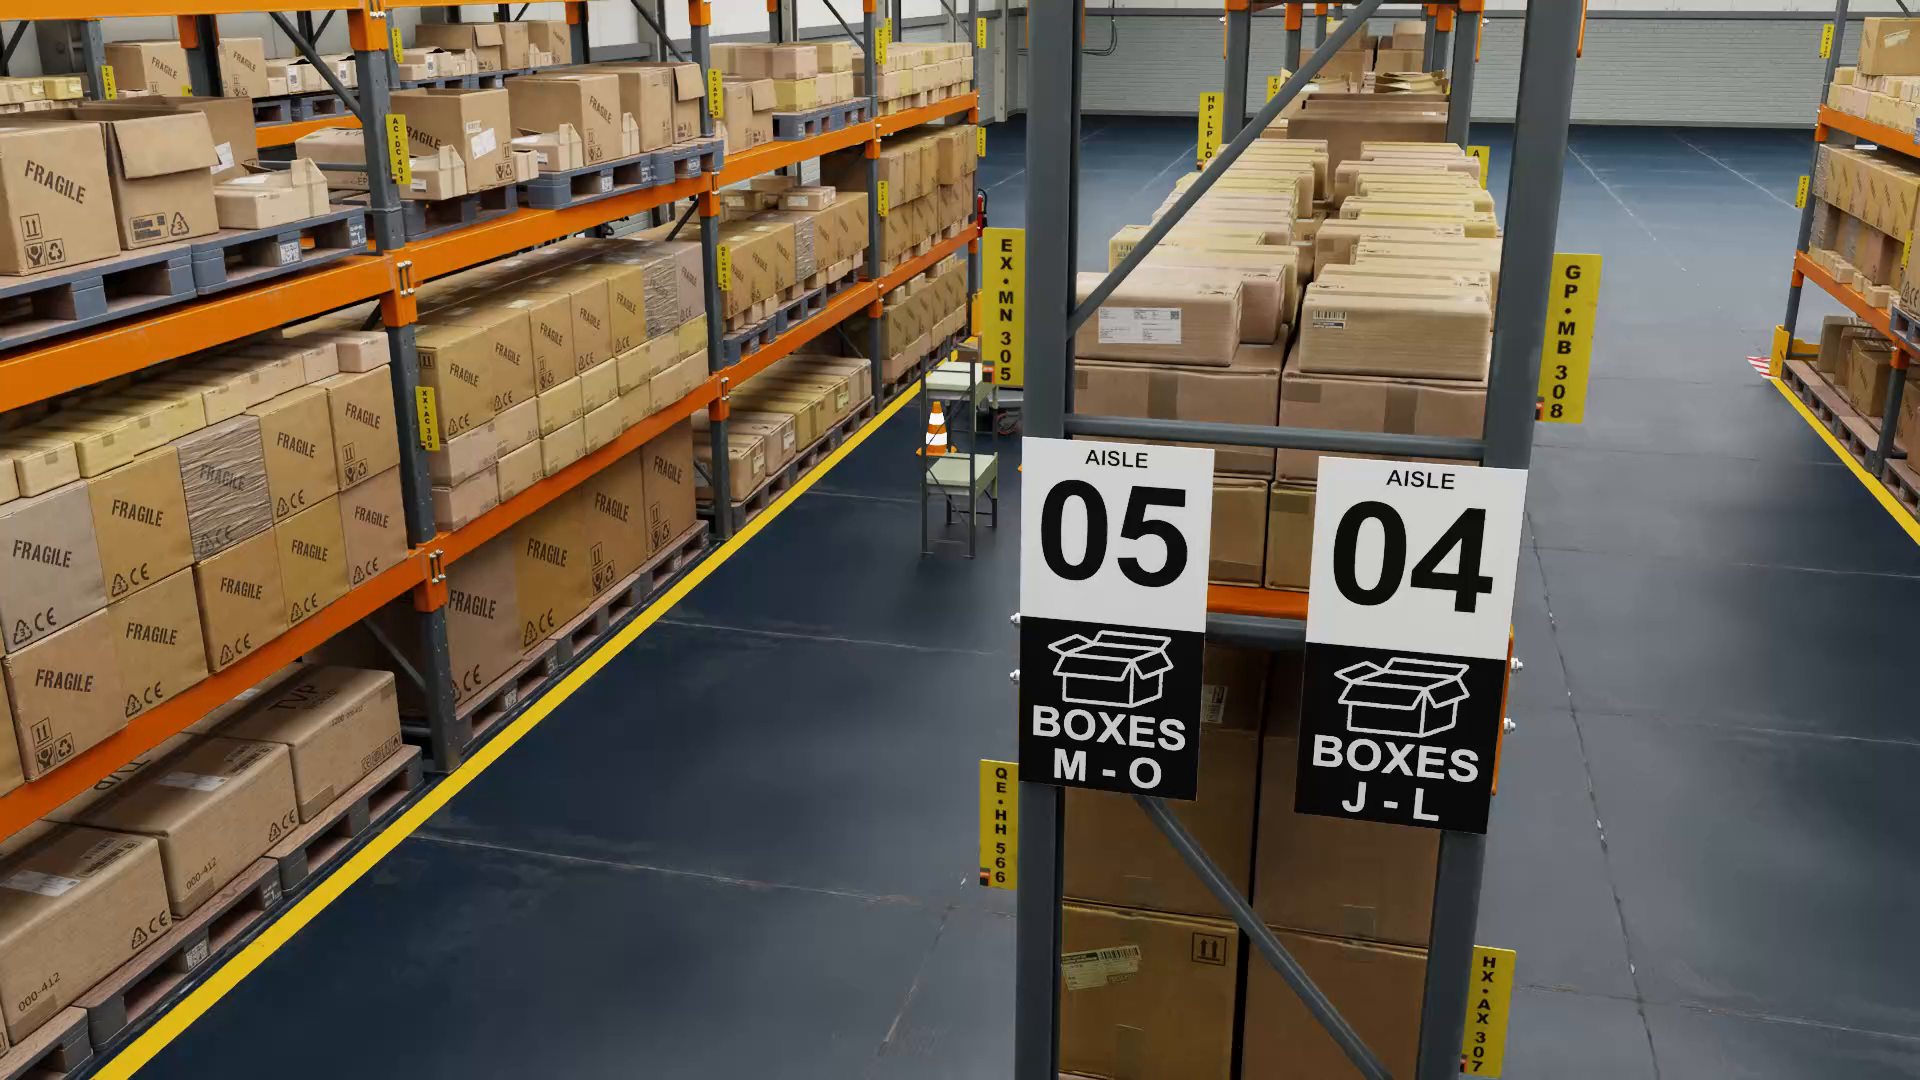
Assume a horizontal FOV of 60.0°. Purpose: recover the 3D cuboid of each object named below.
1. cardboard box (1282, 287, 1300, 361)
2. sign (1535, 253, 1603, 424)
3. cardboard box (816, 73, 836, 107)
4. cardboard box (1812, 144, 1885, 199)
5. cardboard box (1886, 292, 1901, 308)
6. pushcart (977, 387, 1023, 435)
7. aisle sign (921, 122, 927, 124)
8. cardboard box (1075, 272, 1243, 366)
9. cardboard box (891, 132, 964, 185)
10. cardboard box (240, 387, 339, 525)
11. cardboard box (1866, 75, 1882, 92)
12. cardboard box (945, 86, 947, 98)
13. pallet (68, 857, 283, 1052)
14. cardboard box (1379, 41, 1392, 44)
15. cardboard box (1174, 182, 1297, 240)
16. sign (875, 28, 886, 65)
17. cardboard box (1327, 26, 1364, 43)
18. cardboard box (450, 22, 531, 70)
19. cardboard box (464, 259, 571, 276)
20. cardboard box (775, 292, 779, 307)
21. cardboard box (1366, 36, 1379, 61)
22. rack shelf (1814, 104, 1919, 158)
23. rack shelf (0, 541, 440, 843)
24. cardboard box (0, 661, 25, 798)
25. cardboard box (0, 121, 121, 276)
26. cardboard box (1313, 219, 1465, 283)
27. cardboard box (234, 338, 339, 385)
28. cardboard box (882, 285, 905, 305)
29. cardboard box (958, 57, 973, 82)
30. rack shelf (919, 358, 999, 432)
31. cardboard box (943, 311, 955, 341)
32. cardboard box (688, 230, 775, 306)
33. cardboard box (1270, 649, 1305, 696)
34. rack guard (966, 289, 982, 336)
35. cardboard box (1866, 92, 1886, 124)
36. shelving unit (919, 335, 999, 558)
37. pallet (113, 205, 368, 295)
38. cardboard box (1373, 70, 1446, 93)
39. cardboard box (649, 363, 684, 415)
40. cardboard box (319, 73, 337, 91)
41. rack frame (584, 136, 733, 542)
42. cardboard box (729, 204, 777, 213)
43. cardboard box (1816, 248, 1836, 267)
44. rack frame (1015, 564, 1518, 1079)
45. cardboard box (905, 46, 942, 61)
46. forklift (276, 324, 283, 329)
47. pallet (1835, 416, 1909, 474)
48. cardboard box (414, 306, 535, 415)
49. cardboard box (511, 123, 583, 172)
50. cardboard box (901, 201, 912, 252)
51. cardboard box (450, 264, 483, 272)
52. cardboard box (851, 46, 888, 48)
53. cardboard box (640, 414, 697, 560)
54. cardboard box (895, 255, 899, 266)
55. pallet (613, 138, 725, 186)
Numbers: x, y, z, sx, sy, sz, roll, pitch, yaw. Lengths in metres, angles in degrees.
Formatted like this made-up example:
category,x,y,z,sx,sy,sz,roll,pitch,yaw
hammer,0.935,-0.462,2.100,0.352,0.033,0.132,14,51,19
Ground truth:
category,x,y,z,sx,sy,sz,roll,pitch,yaw
cardboard box,0.618,-0.503,4.337,0.500,0.250,0.500,4,19,12
sign,1.155,-0.383,3.176,0.100,0.325,0.005,5,19,13
cardboard box,-1.395,-3.908,14.430,0.500,0.250,0.500,5,19,14
cardboard box,8.924,-3.695,16.703,0.500,0.500,0.500,5,19,13
cardboard box,8.302,-2.054,14.448,0.380,0.149,0.250,5,19,13
pushcart,0.959,-1.308,15.934,1.648,0.377,0.936,-2,19,-6
aisle sign,-0.572,-5.241,19.370,0.394,0.787,0.004,5,19,13
cardboard box,0.425,-0.494,3.695,0.380,0.149,0.250,4,19,13
cardboard box,-0.356,-4.125,17.962,0.700,0.500,0.500,4,19,13
cardboard box,-3.198,-0.398,7.512,0.500,0.500,0.500,4,19,13
cardboard box,8.680,-4.249,15.460,0.380,0.149,0.250,4,19,11
cardboard box,-0.356,-4.899,18.136,0.380,0.149,0.250,5,19,14
pallet,-3.777,1.729,7.298,1.003,0.211,1.213,5,19,13
cardboard box,4.319,-4.696,16.122,0.500,0.250,0.500,5,19,14
cardboard box,0.881,-1.057,5.343,0.380,0.149,0.250,4,19,12
sign,-0.725,-4.521,15.234,0.100,0.325,0.005,5,19,13
cardboard box,3.650,-4.813,15.849,0.380,0.149,0.250,4,19,13
cardboard box,-5.320,-5.600,18.842,0.700,0.500,0.500,5,19,14
cardboard box,-2.852,-1.528,10.818,0.500,0.500,0.500,5,20,15
cardboard box,-1.698,-1.961,13.527,0.380,0.149,0.250,6,20,17
cardboard box,4.171,-5.212,17.634,0.500,0.250,0.500,5,19,13
rack shelf,8.834,-3.637,15.166,1.077,0.370,4.000,5,19,13
rack shelf,-3.708,0.761,6.931,1.077,0.370,4.000,5,19,13
cardboard box,-3.704,0.712,5.808,0.500,0.500,0.500,4,19,13
cardboard box,-3.558,-1.285,6.210,0.500,0.500,0.500,5,19,14
cardboard box,1.166,-0.773,4.512,0.380,0.149,0.250,5,20,15
cardboard box,-3.155,-0.838,7.794,0.380,0.149,0.250,5,20,15
cardboard box,-0.770,-2.471,16.721,0.380,0.149,0.250,5,19,14
cardboard box,-0.151,-5.275,18.621,0.500,0.250,0.500,4,19,13
rack shelf,0.002,-1.081,12.325,0.431,0.370,0.720,5,19,13
cardboard box,-0.358,-2.428,18.761,0.500,0.250,0.500,5,19,14
cardboard box,-1.787,-2.133,13.028,0.500,0.500,0.500,6,20,16
cardboard box,1.113,0.467,4.517,0.500,0.500,0.500,5,20,15
rack guard,-0.306,-2.760,19.996,1.175,0.500,0.348,5,19,13
cardboard box,8.587,-3.922,15.120,0.500,0.250,0.500,5,20,15
shelving unit,0.002,-0.712,12.451,0.431,1.500,0.755,5,19,13
pallet,-3.429,-1.328,7.431,1.003,0.211,1.213,5,19,13
cardboard box,2.625,-2.620,9.739,0.396,0.266,0.258,5,19,13
cardboard box,-2.223,-1.048,11.348,0.500,0.250,0.500,5,19,14
cardboard box,-6.053,-4.282,15.528,0.380,0.149,0.250,5,19,13
rack frame,-2.242,-1.460,12.320,1.000,3.000,0.127,5,19,13
cardboard box,-1.913,-2.665,14.585,0.500,0.500,0.500,5,19,13
cardboard box,8.867,-2.841,16.754,0.380,0.149,0.250,5,19,13
rack frame,0.629,1.407,3.928,1.000,3.000,0.127,5,19,13
cardboard box,-0.407,-5.205,17.800,0.380,0.149,0.250,5,19,13
forklift,-5.054,-1.196,11.654,1.130,2.935,3.031,4,19,12
pallet,8.475,-0.825,14.775,1.003,0.211,1.213,5,19,13
cardboard box,-2.735,-1.003,9.283,0.500,0.500,0.500,5,19,13
cardboard box,-2.433,-2.306,9.715,0.396,0.266,0.258,6,20,18
cardboard box,-0.786,-3.177,16.732,0.500,0.500,0.500,5,19,13
cardboard box,-5.411,-2.918,18.648,0.500,0.250,0.500,5,20,15
cardboard box,-0.983,-5.163,17.676,0.380,0.149,0.250,5,20,15
cardboard box,-2.491,-0.443,11.981,0.875,0.875,0.875,4,19,13
cardboard box,-0.830,-2.837,16.741,0.380,0.149,0.250,5,19,13
pallet,-2.347,-2.584,11.263,1.213,0.211,1.003,6,20,16
